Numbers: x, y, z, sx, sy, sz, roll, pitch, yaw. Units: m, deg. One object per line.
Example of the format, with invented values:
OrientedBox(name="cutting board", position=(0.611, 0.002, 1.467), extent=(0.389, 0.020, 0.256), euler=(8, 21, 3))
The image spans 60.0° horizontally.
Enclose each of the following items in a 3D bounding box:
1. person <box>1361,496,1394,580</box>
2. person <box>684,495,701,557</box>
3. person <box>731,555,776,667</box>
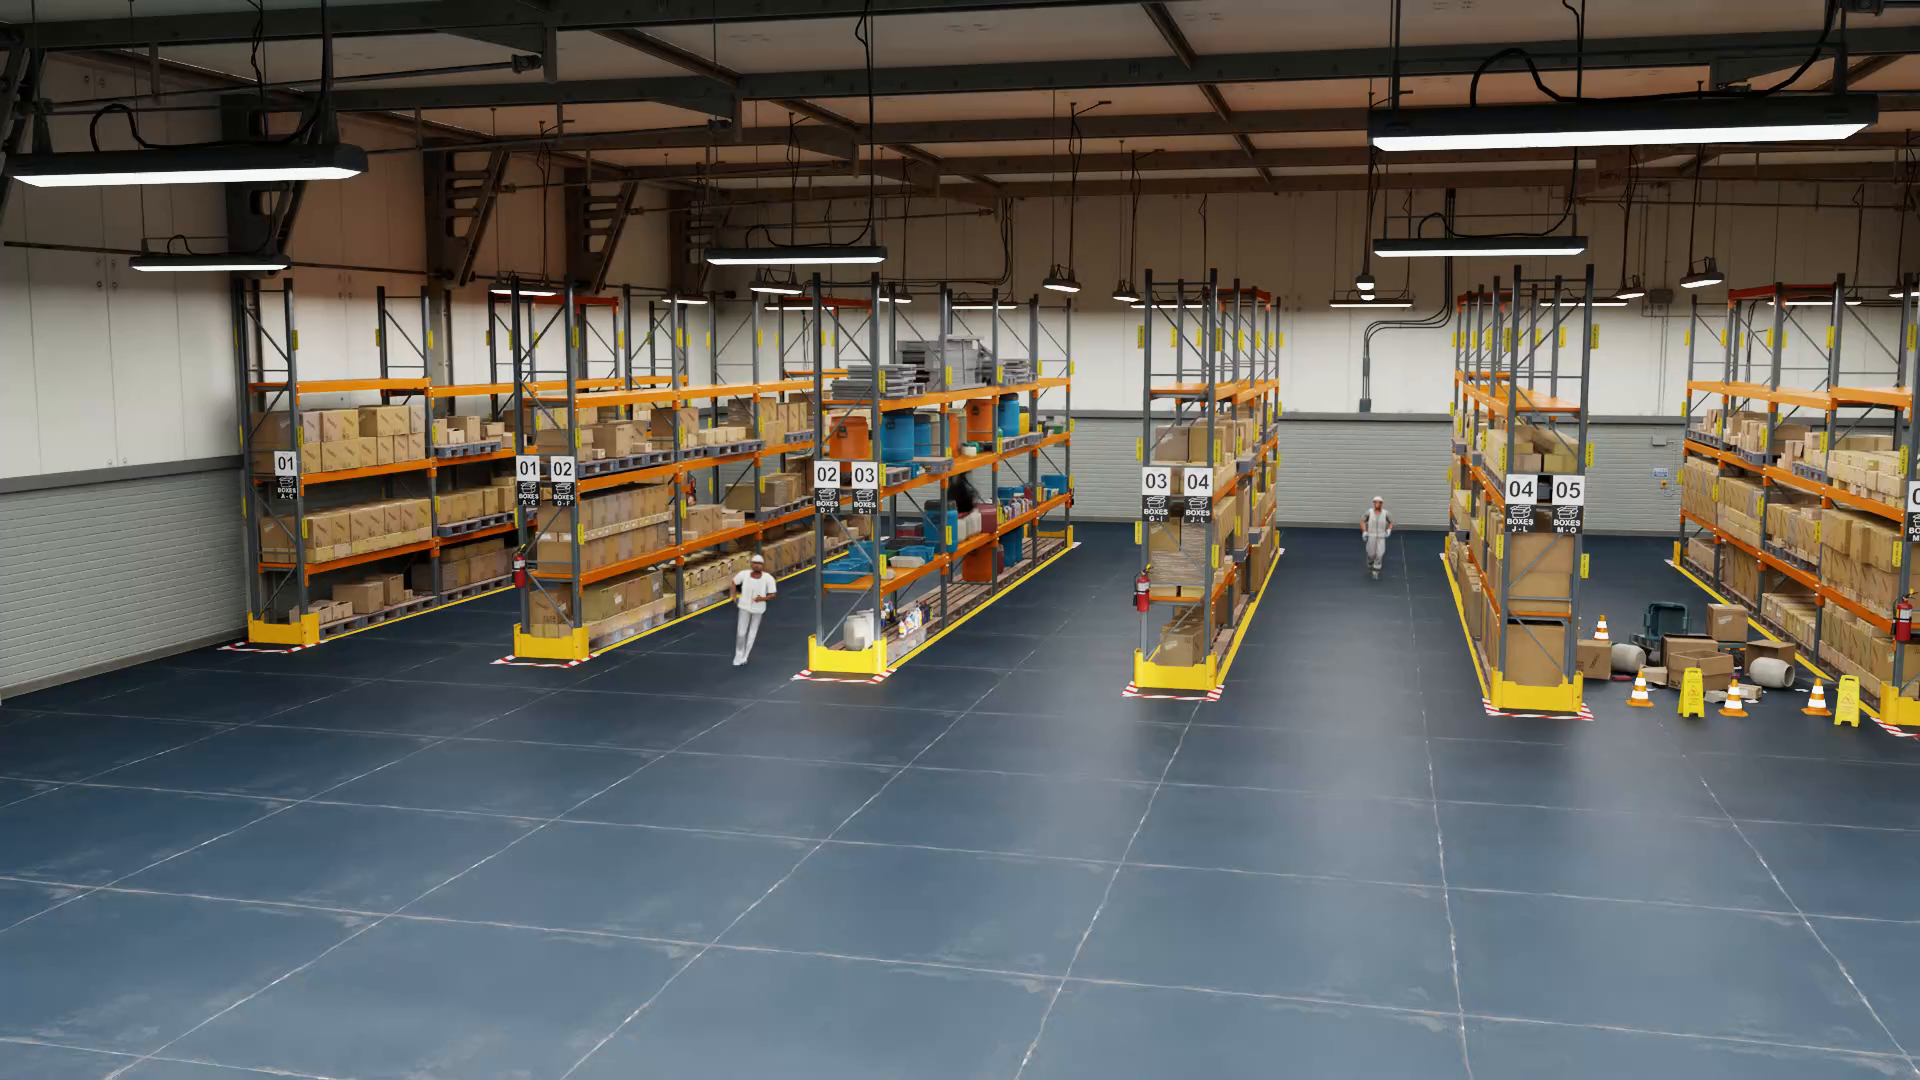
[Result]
OrientedBox(name="person", position=(8.767, -0.047, 34.922), extent=(0.673, 1.751, 0.590), euler=(1, 7, 10))
OrientedBox(name="person", position=(-5.770, -0.120, 35.805), extent=(0.537, 1.726, 0.771), euler=(1, 7, 4))
OrientedBox(name="person", position=(-3.173, 1.088, 25.614), extent=(0.685, 1.750, 0.632), euler=(-1, 7, -8))
